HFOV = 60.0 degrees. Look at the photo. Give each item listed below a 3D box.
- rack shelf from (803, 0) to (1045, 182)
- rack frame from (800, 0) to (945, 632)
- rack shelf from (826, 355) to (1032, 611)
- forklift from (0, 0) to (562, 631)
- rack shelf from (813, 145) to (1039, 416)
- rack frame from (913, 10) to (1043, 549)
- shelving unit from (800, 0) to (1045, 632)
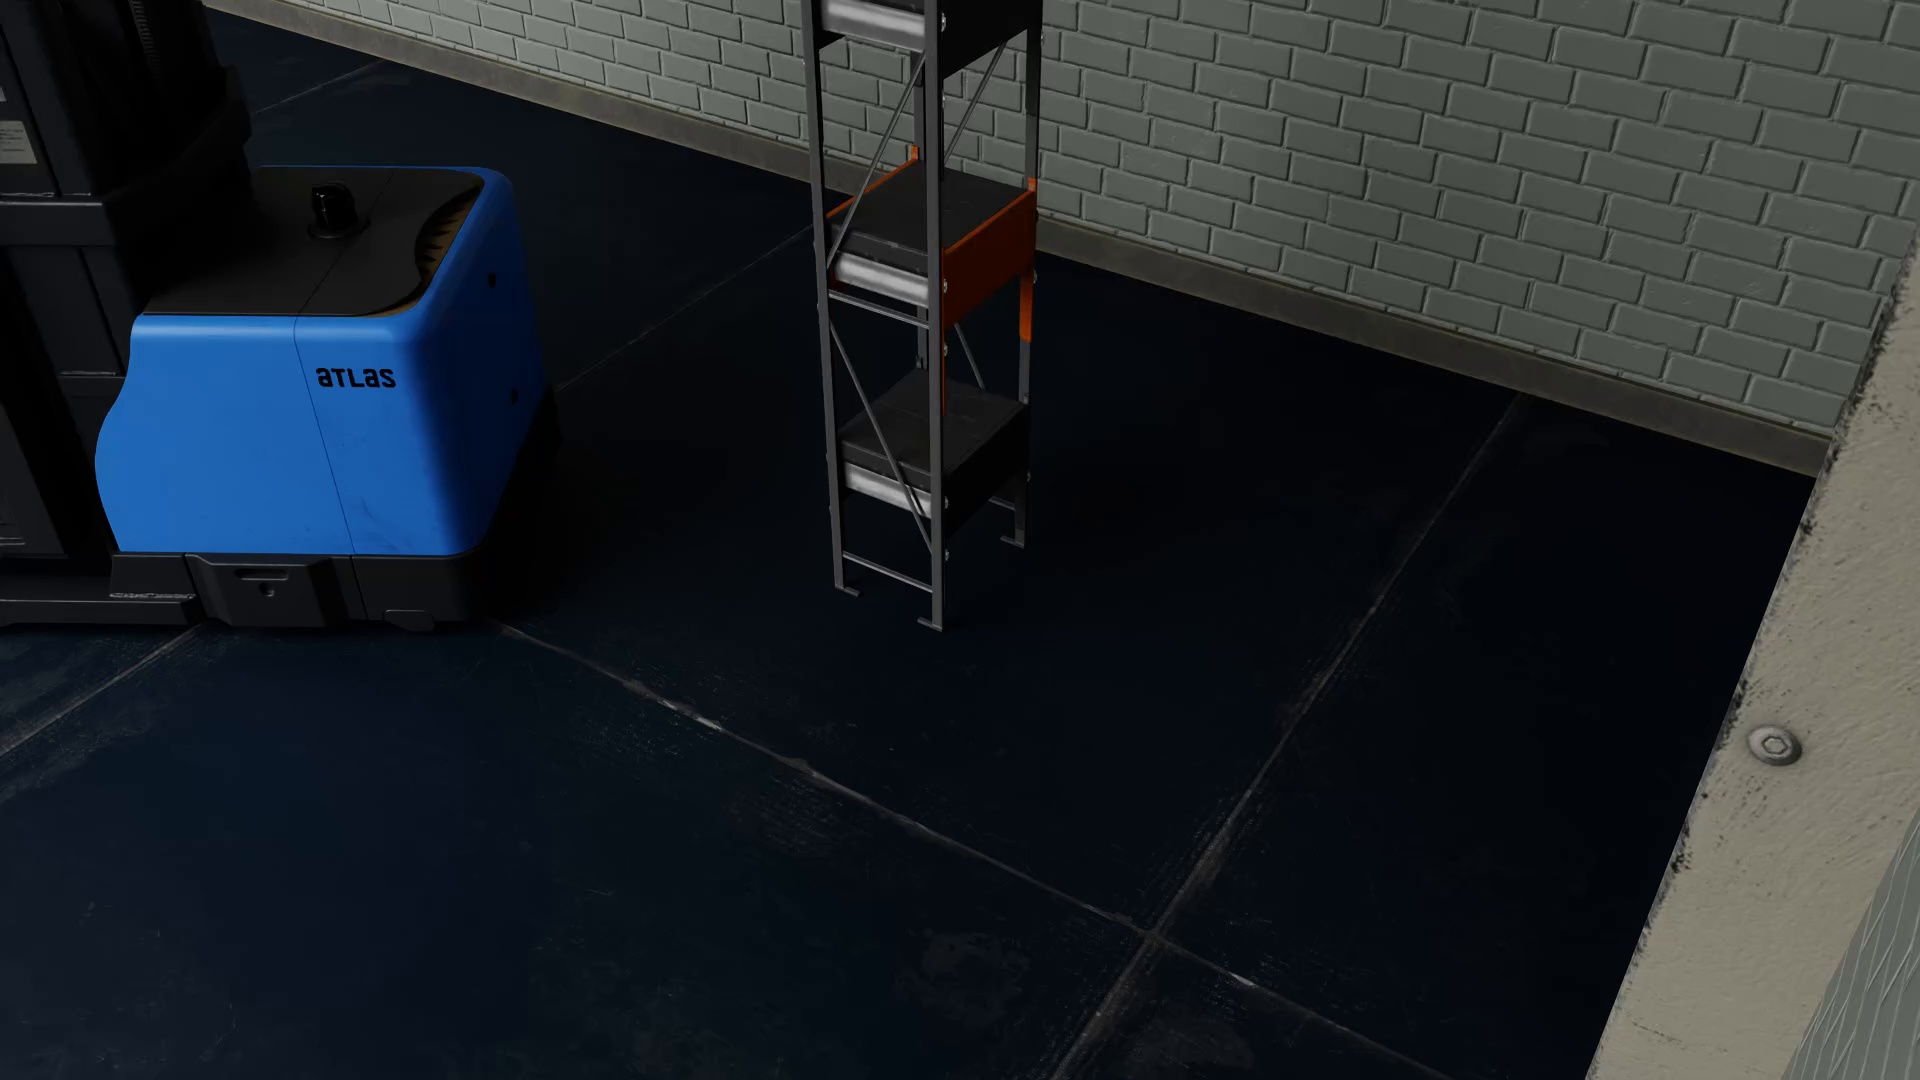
[{"bbox_3d":[-0.089,-1.290,4.243,0.431,0.518,0.480,21,42,25],"label":"rack shelf"},{"bbox_3d":[-0.219,-0.620,4.498,0.400,2.100,0.015,21,42,25],"label":"rack frame"},{"bbox_3d":[-0.089,-0.181,5.097,0.431,0.518,0.480,21,42,25],"label":"rack shelf"},{"bbox_3d":[-2.897,-1.198,4.567,3.031,2.935,1.130,1,38,1],"label":"forklift"},{"bbox_3d":[-0.089,-0.735,4.670,0.431,0.518,0.480,21,42,25],"label":"rack shelf"},{"bbox_3d":[0.042,-0.872,4.825,0.400,2.100,0.015,21,42,25],"label":"rack frame"},{"bbox_3d":[-0.089,-0.746,4.662,0.431,2.100,0.503,21,42,25],"label":"shelving unit"}]
